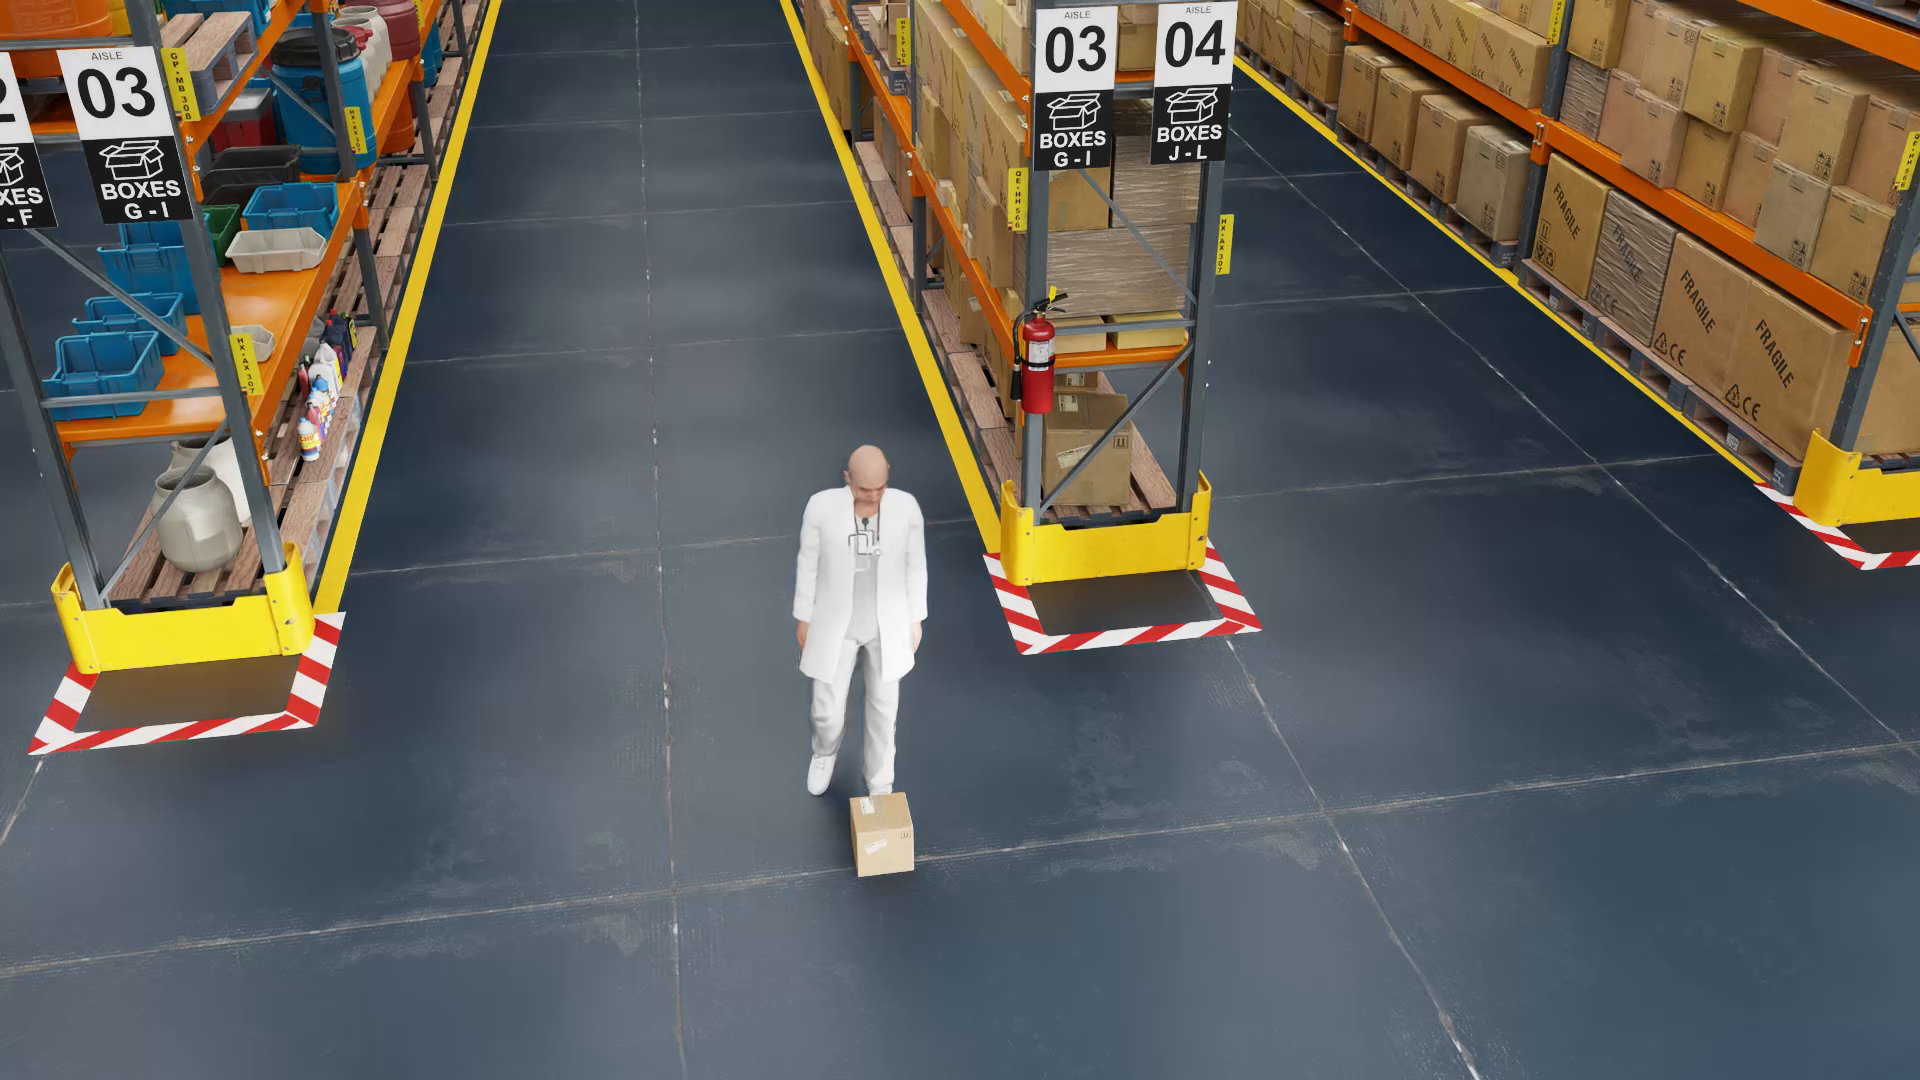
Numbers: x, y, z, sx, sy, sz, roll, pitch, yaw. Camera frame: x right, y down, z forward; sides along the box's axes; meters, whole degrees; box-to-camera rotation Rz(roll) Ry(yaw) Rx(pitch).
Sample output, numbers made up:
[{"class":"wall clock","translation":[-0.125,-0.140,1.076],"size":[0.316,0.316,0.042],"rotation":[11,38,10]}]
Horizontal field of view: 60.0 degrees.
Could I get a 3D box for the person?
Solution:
[{"class":"person","translation":[-0.429,0.409,7.414],"size":[0.607,1.771,0.585],"rotation":[-5,31,-9]}]
